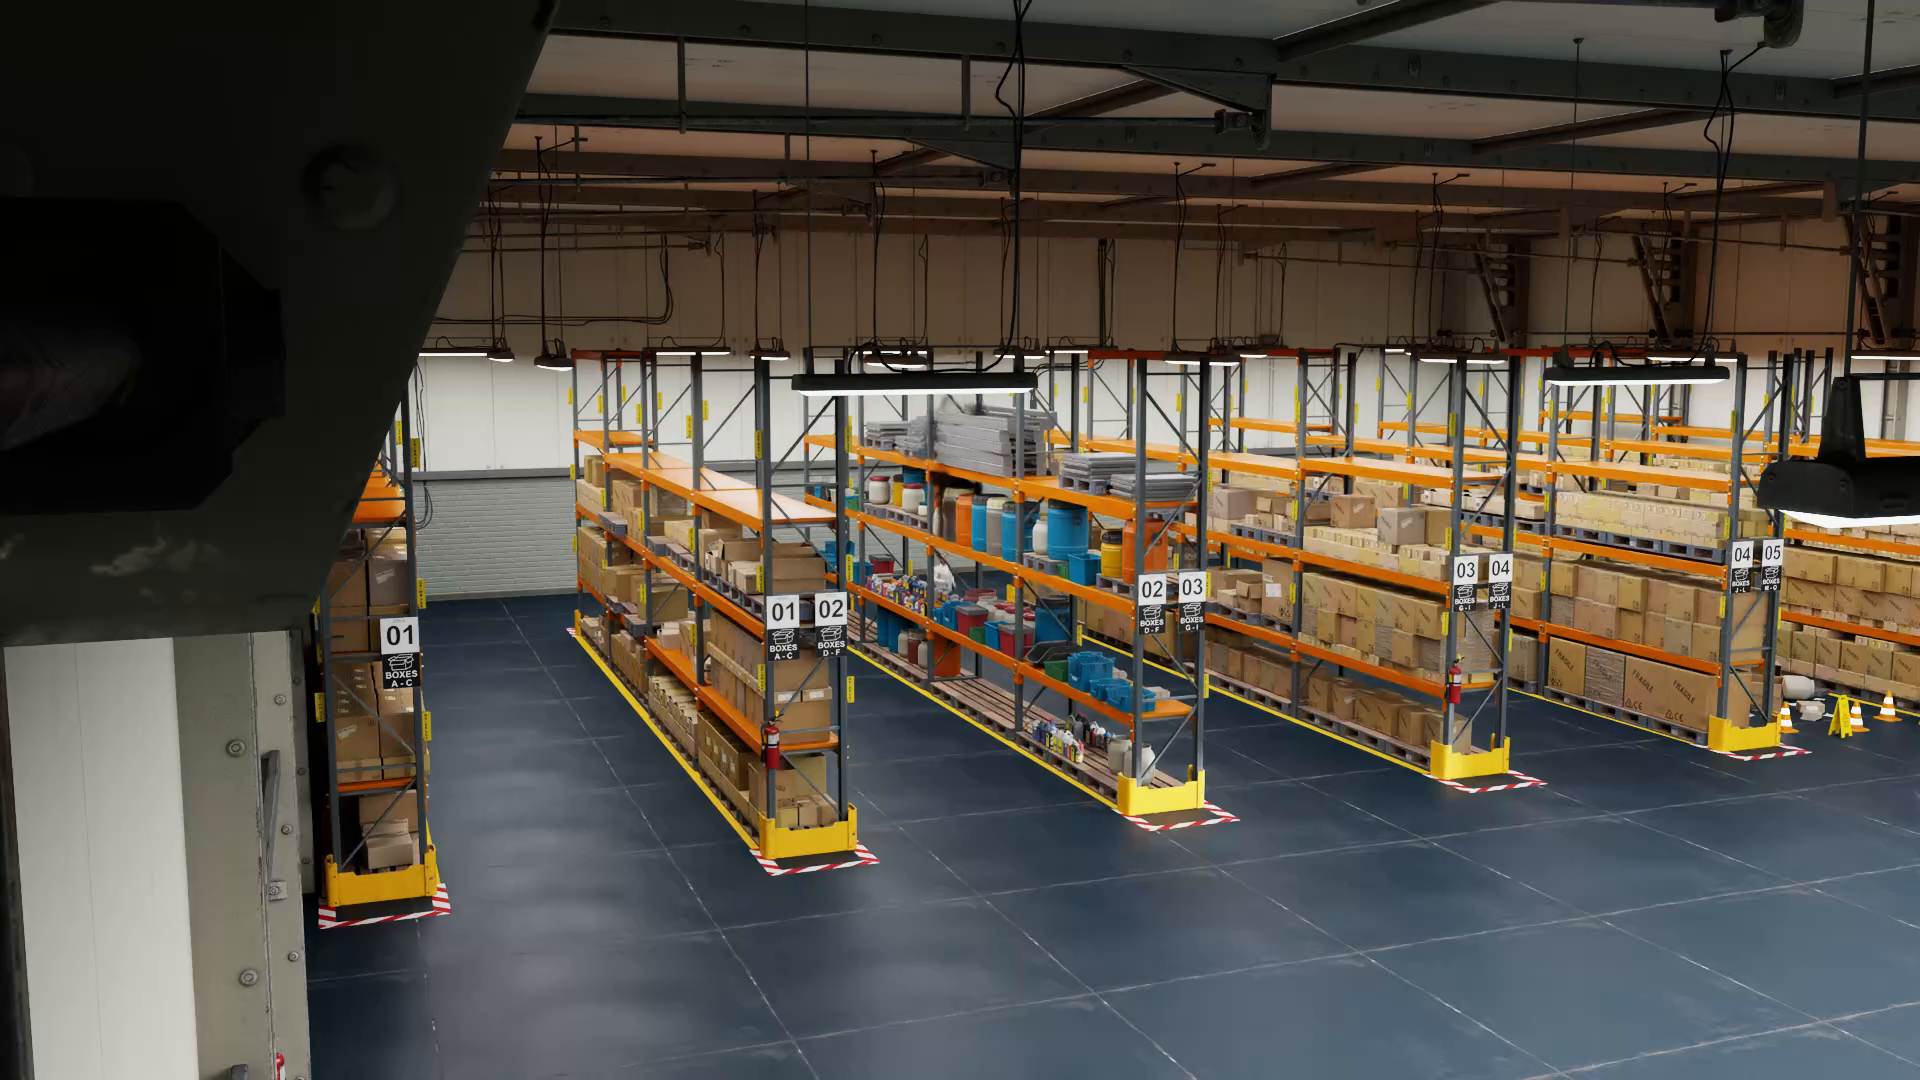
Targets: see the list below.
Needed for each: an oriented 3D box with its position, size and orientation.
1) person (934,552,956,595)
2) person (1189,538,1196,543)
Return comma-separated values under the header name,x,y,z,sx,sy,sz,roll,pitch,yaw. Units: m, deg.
name,x,y,z,sx,sy,sz,roll,pitch,yaw
person,-0.344,1.073,35.493,0.622,1.671,0.917,-4,8,-26
person,5.313,0.776,38.022,0.679,1.671,0.696,-1,7,-10
